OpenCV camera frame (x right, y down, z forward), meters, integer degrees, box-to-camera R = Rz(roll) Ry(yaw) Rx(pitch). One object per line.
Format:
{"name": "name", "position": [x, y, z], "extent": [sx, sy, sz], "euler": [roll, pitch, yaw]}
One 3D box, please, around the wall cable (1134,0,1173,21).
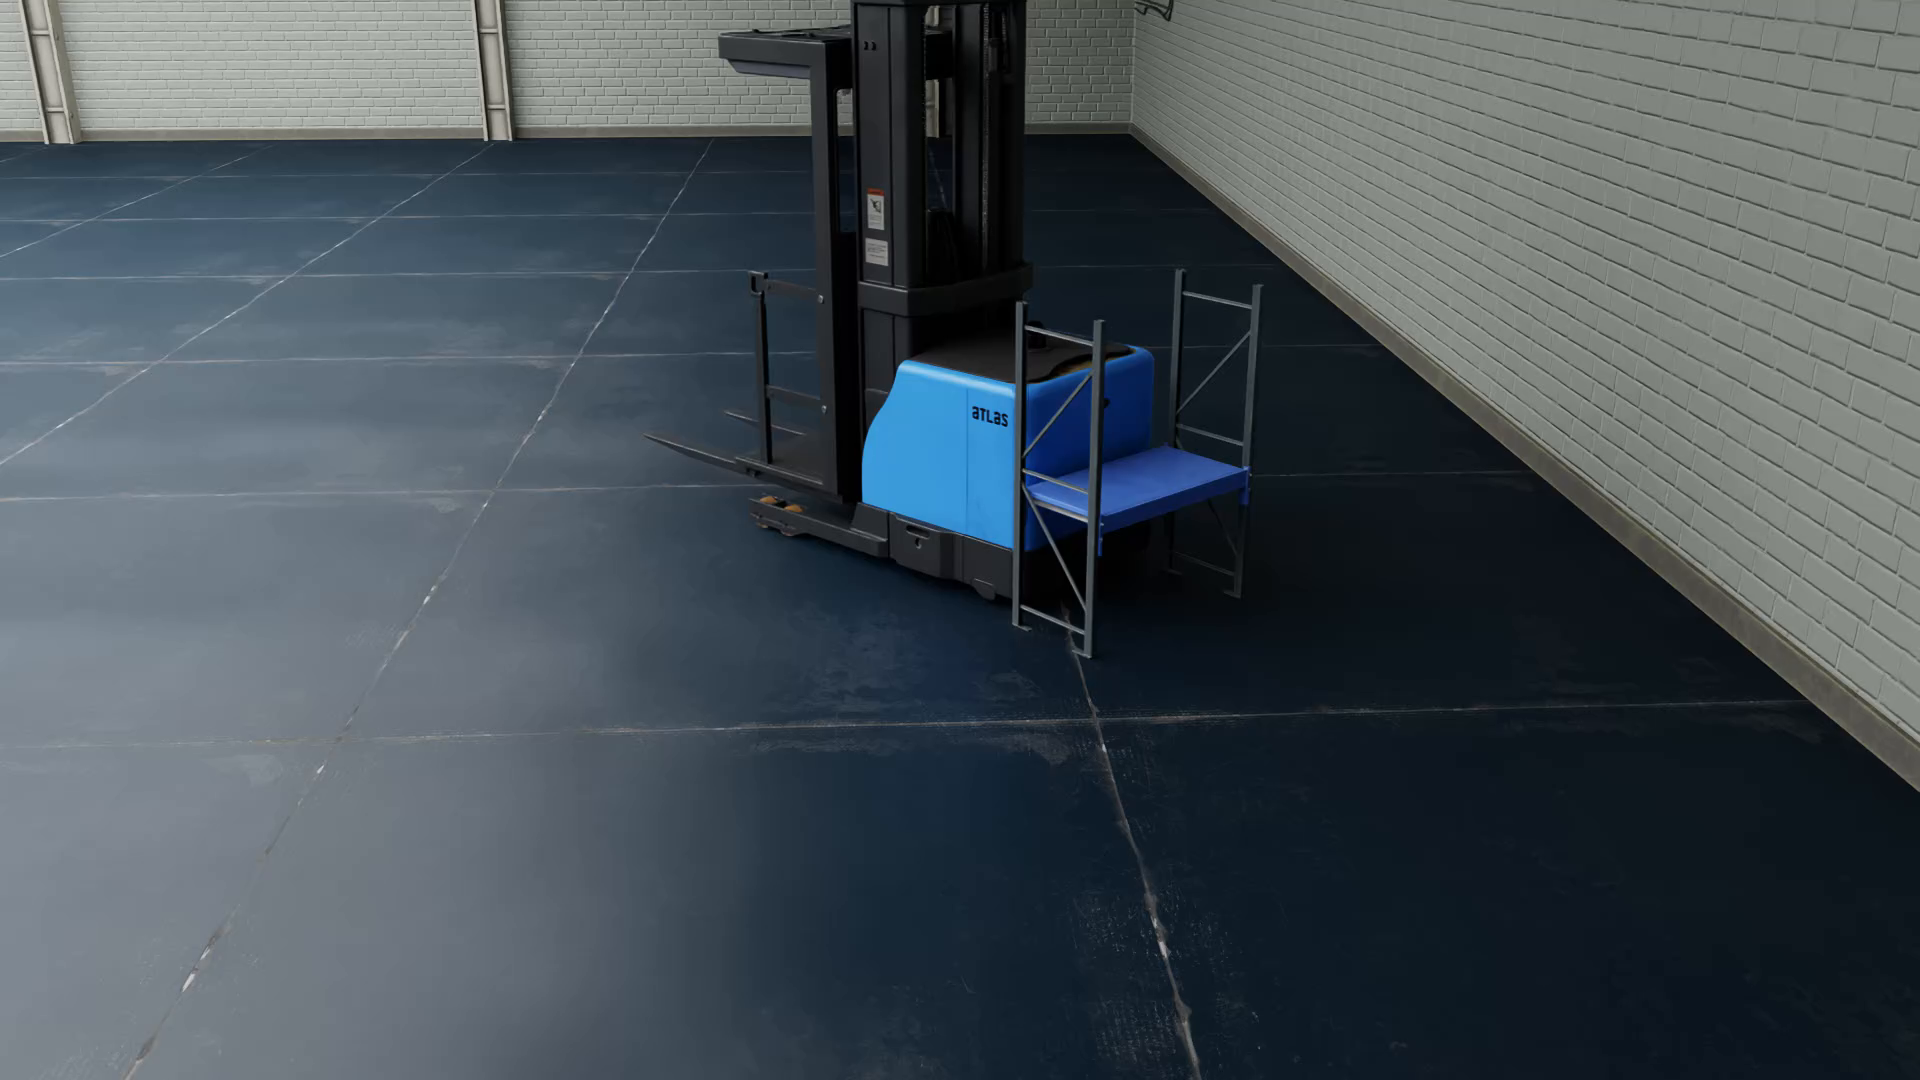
{"name": "wall cable", "position": [2.517, -8.127, 21.684], "extent": [0.112, 2.526, 3.097], "euler": [-1, 21, -3]}

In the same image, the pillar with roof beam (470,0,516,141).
{"name": "pillar with roof beam", "position": [-6.244, -8.337, 17.871], "extent": [0.400, 9.000, 9.100], "euler": [-1, 21, -3]}

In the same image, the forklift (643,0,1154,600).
{"name": "forklift", "position": [-0.483, -1.508, 8.462], "extent": [3.031, 2.935, 1.130], "euler": [18, 27, 38]}

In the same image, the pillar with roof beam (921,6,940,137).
{"name": "pillar with roof beam", "position": [-0.254, -8.459, 18.191], "extent": [0.400, 9.000, 9.100], "euler": [-1, 21, -3]}

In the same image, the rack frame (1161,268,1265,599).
{"name": "rack frame", "position": [1.175, -0.490, 7.800], "extent": [0.032, 1.500, 0.500], "euler": [-18, 27, -38]}

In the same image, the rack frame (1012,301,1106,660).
{"name": "rack frame", "position": [0.416, -0.249, 7.167], "extent": [0.032, 1.500, 0.500], "euler": [-18, 27, -38]}

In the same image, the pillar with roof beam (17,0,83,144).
{"name": "pillar with roof beam", "position": [-12.234, -8.215, 17.551], "extent": [0.400, 9.000, 9.100], "euler": [-1, 21, -3]}

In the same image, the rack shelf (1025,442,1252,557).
{"name": "rack shelf", "position": [0.795, -0.201, 7.547], "extent": [1.000, 0.185, 0.538], "euler": [-18, 27, -38]}

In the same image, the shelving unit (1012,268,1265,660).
{"name": "shelving unit", "position": [0.795, -0.369, 7.483], "extent": [1.048, 1.500, 0.538], "euler": [-18, 27, -38]}
